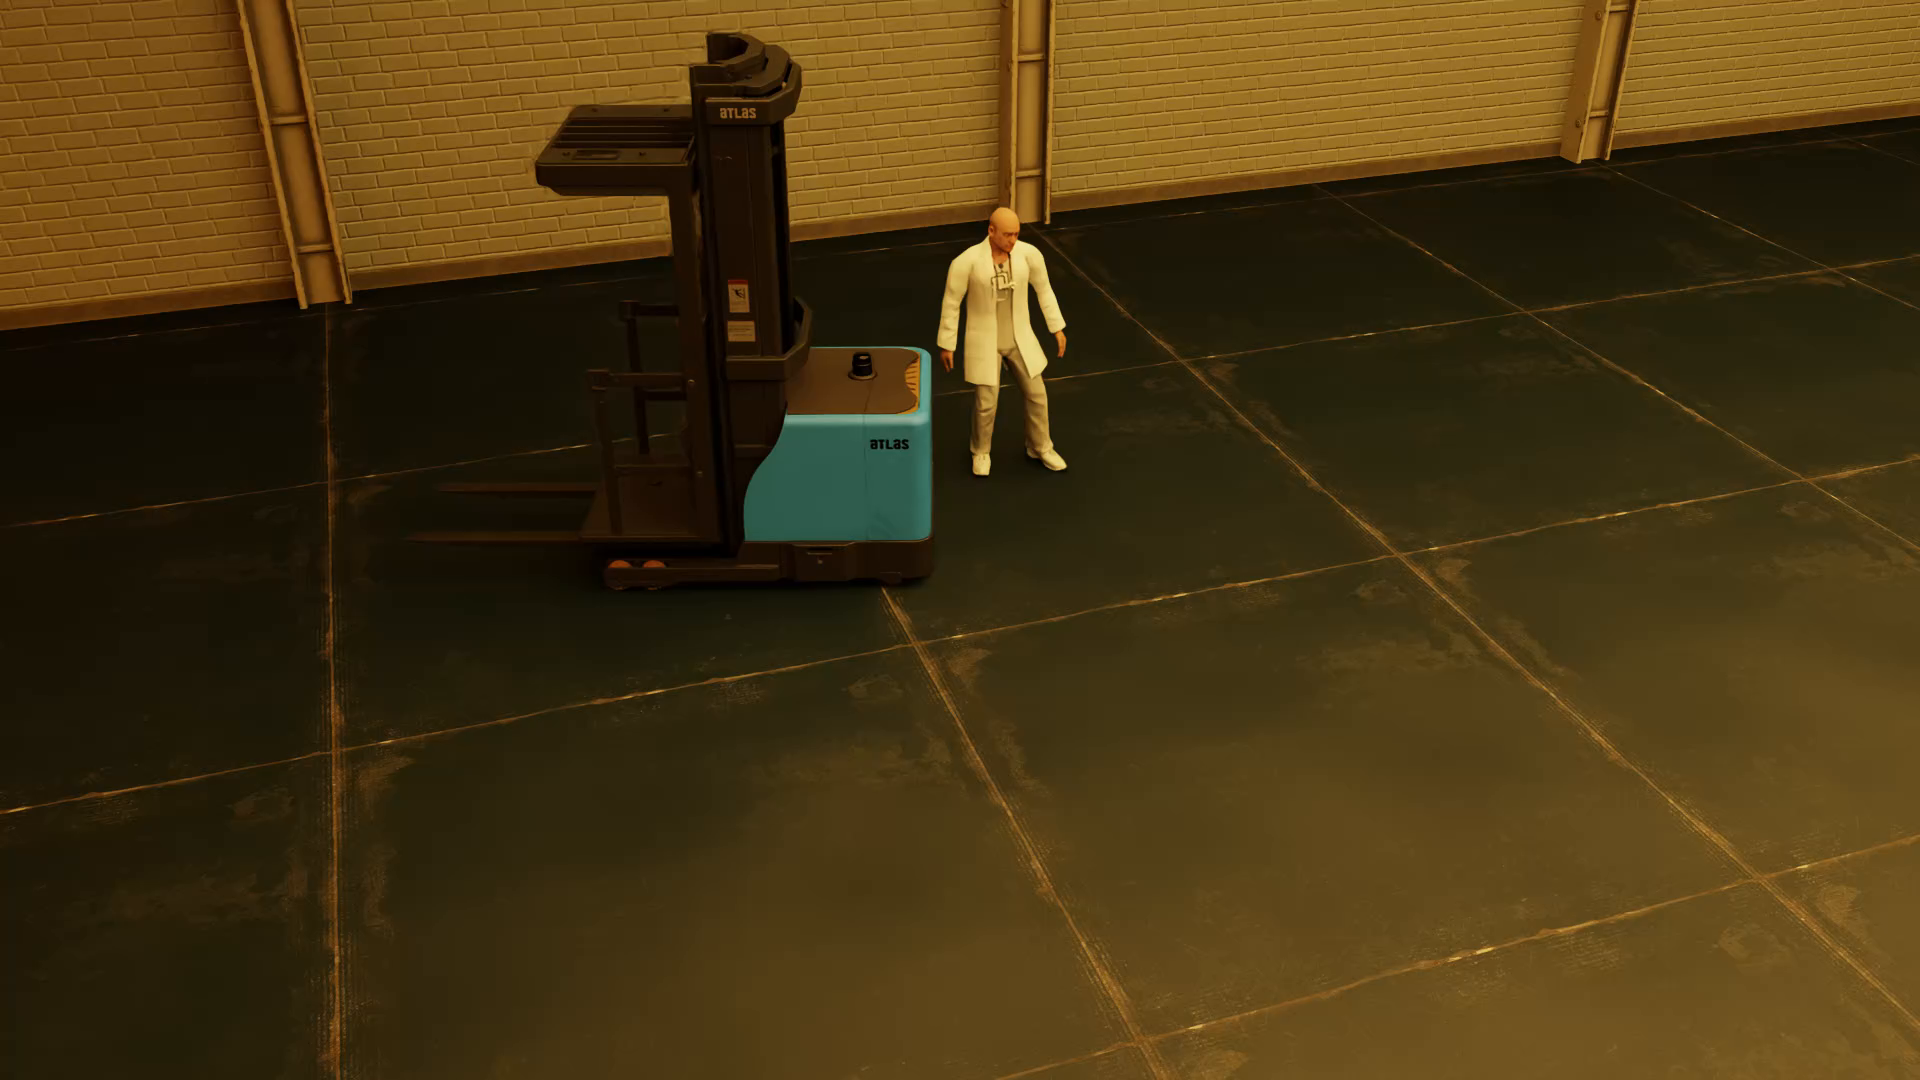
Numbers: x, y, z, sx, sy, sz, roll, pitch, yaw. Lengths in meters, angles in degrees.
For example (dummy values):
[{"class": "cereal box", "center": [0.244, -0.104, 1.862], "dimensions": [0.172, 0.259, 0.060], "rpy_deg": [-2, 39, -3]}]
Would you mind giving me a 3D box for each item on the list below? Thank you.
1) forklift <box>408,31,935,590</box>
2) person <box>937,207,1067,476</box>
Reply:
[{"class": "forklift", "center": [-1.671, -1.249, 9.257], "dimensions": [3.031, 2.935, 1.130], "rpy_deg": [0, 30, 0]}, {"class": "person", "center": [0.265, -1.241, 10.427], "dimensions": [0.817, 1.753, 0.459], "rpy_deg": [-10, 31, -16]}]
